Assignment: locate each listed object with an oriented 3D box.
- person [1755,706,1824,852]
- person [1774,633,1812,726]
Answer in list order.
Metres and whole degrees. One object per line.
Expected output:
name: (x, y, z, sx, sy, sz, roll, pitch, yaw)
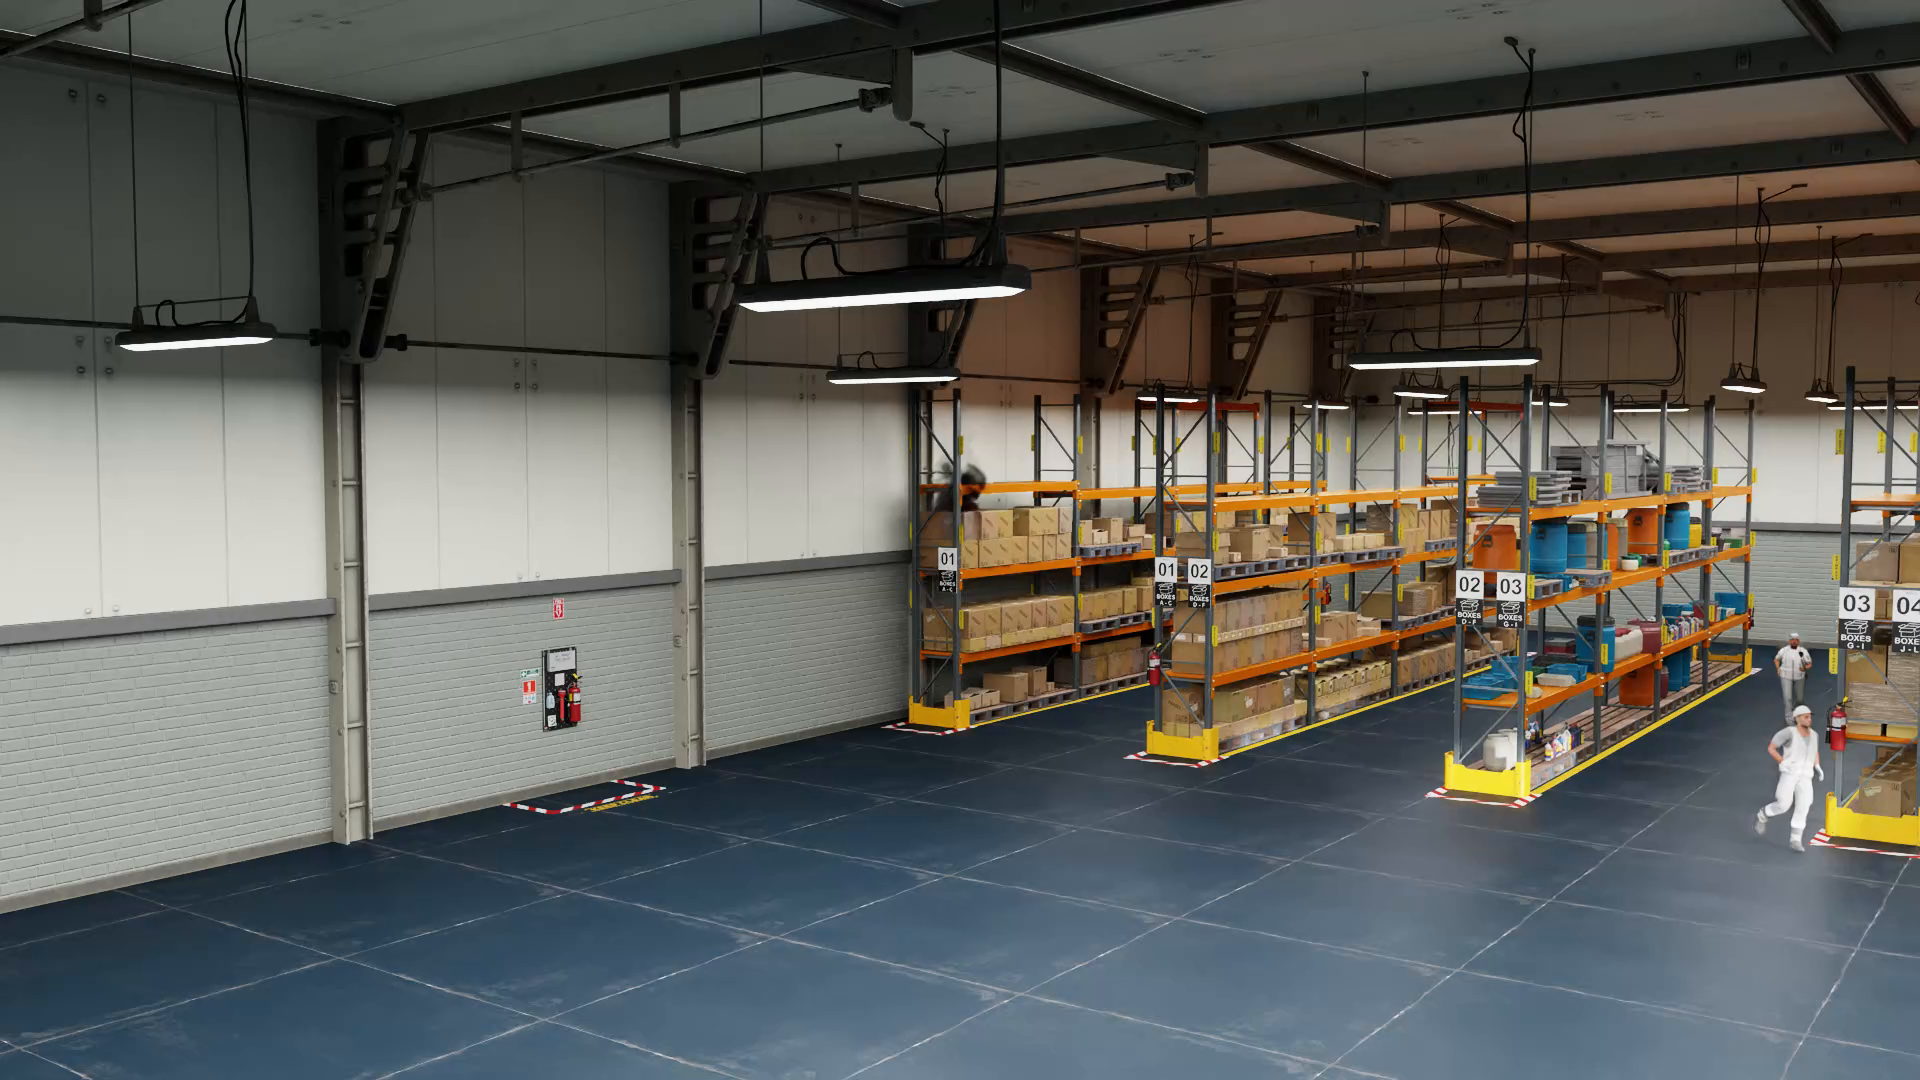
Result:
person: (10.445, 2.939, 20.734, 0.710, 1.741, 0.930, 0, 3, -5)
person: (14.940, 2.485, 29.836, 0.620, 1.632, 0.803, 2, 4, 25)
